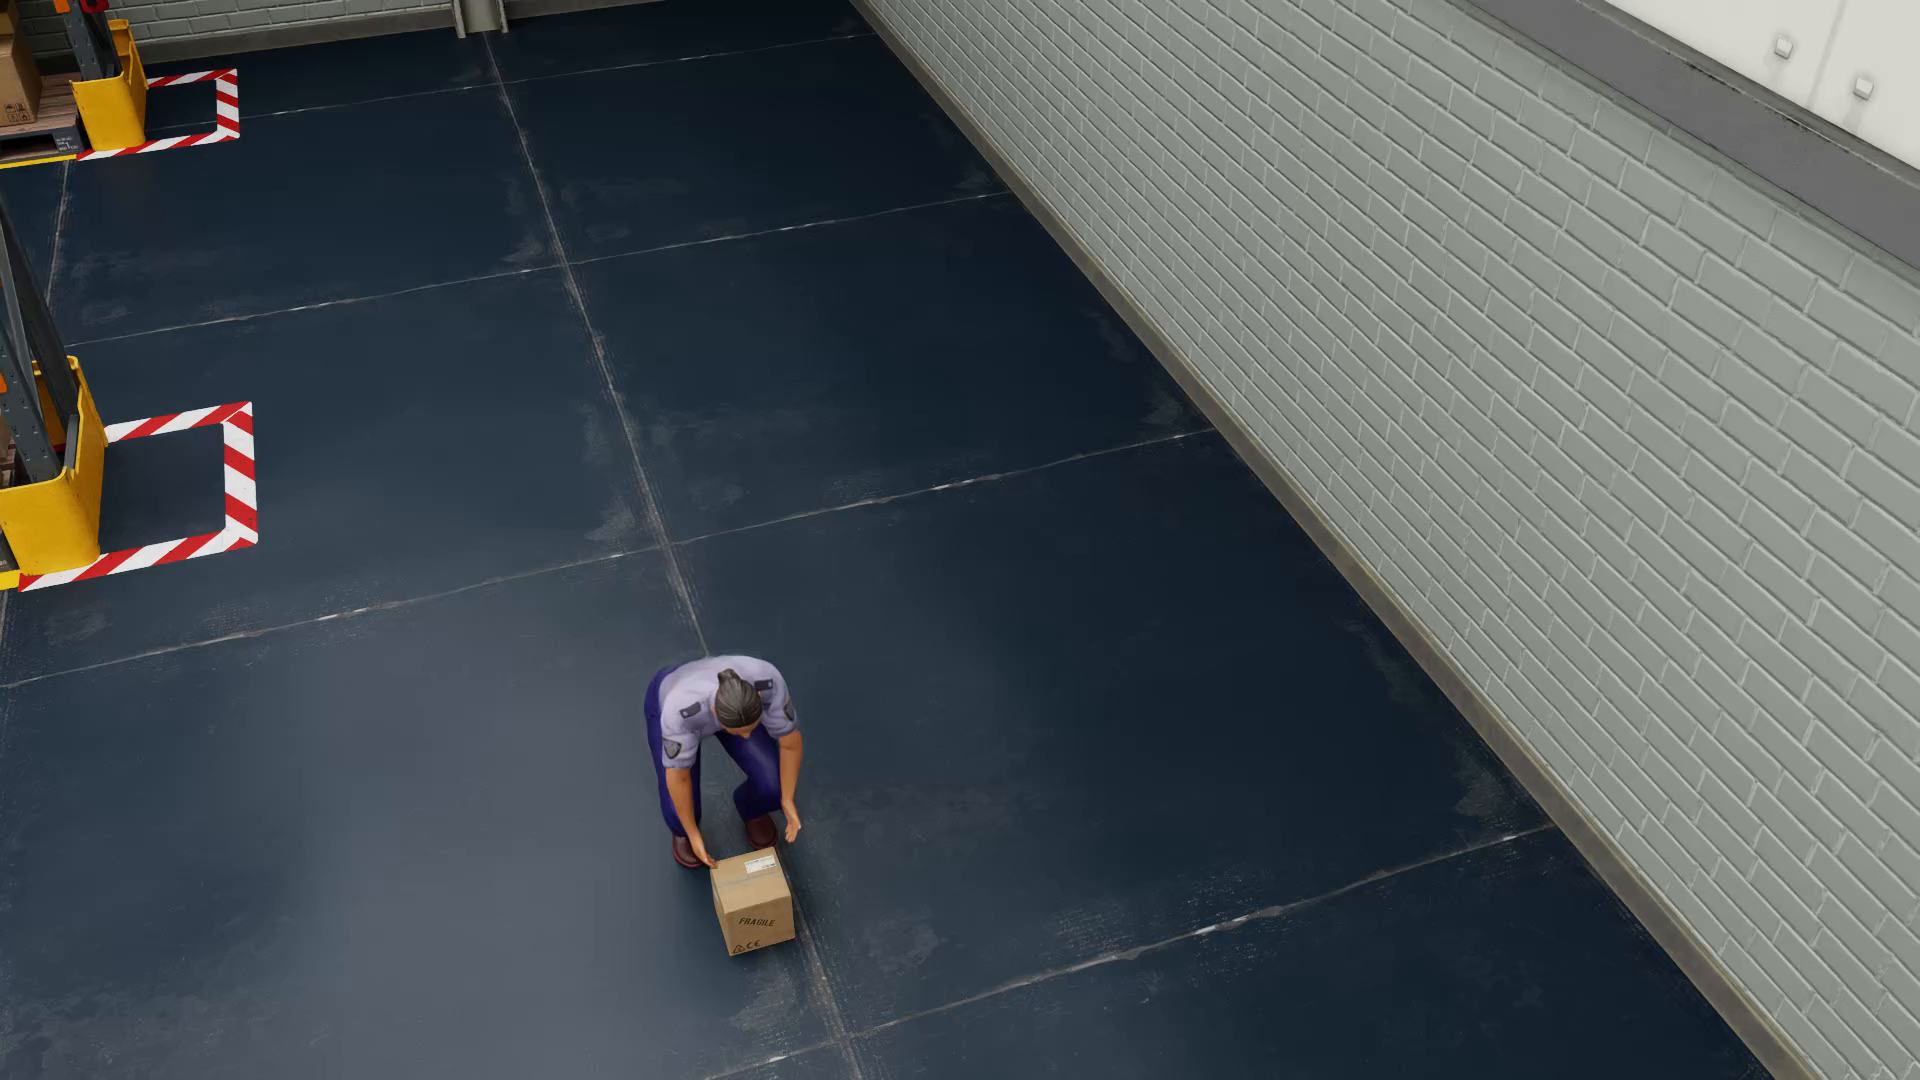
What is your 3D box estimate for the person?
[{"bbox_3d":[-0.891,0.772,6.245,0.540,1.114,0.771,-13,40,-16],"label":"person"}]
